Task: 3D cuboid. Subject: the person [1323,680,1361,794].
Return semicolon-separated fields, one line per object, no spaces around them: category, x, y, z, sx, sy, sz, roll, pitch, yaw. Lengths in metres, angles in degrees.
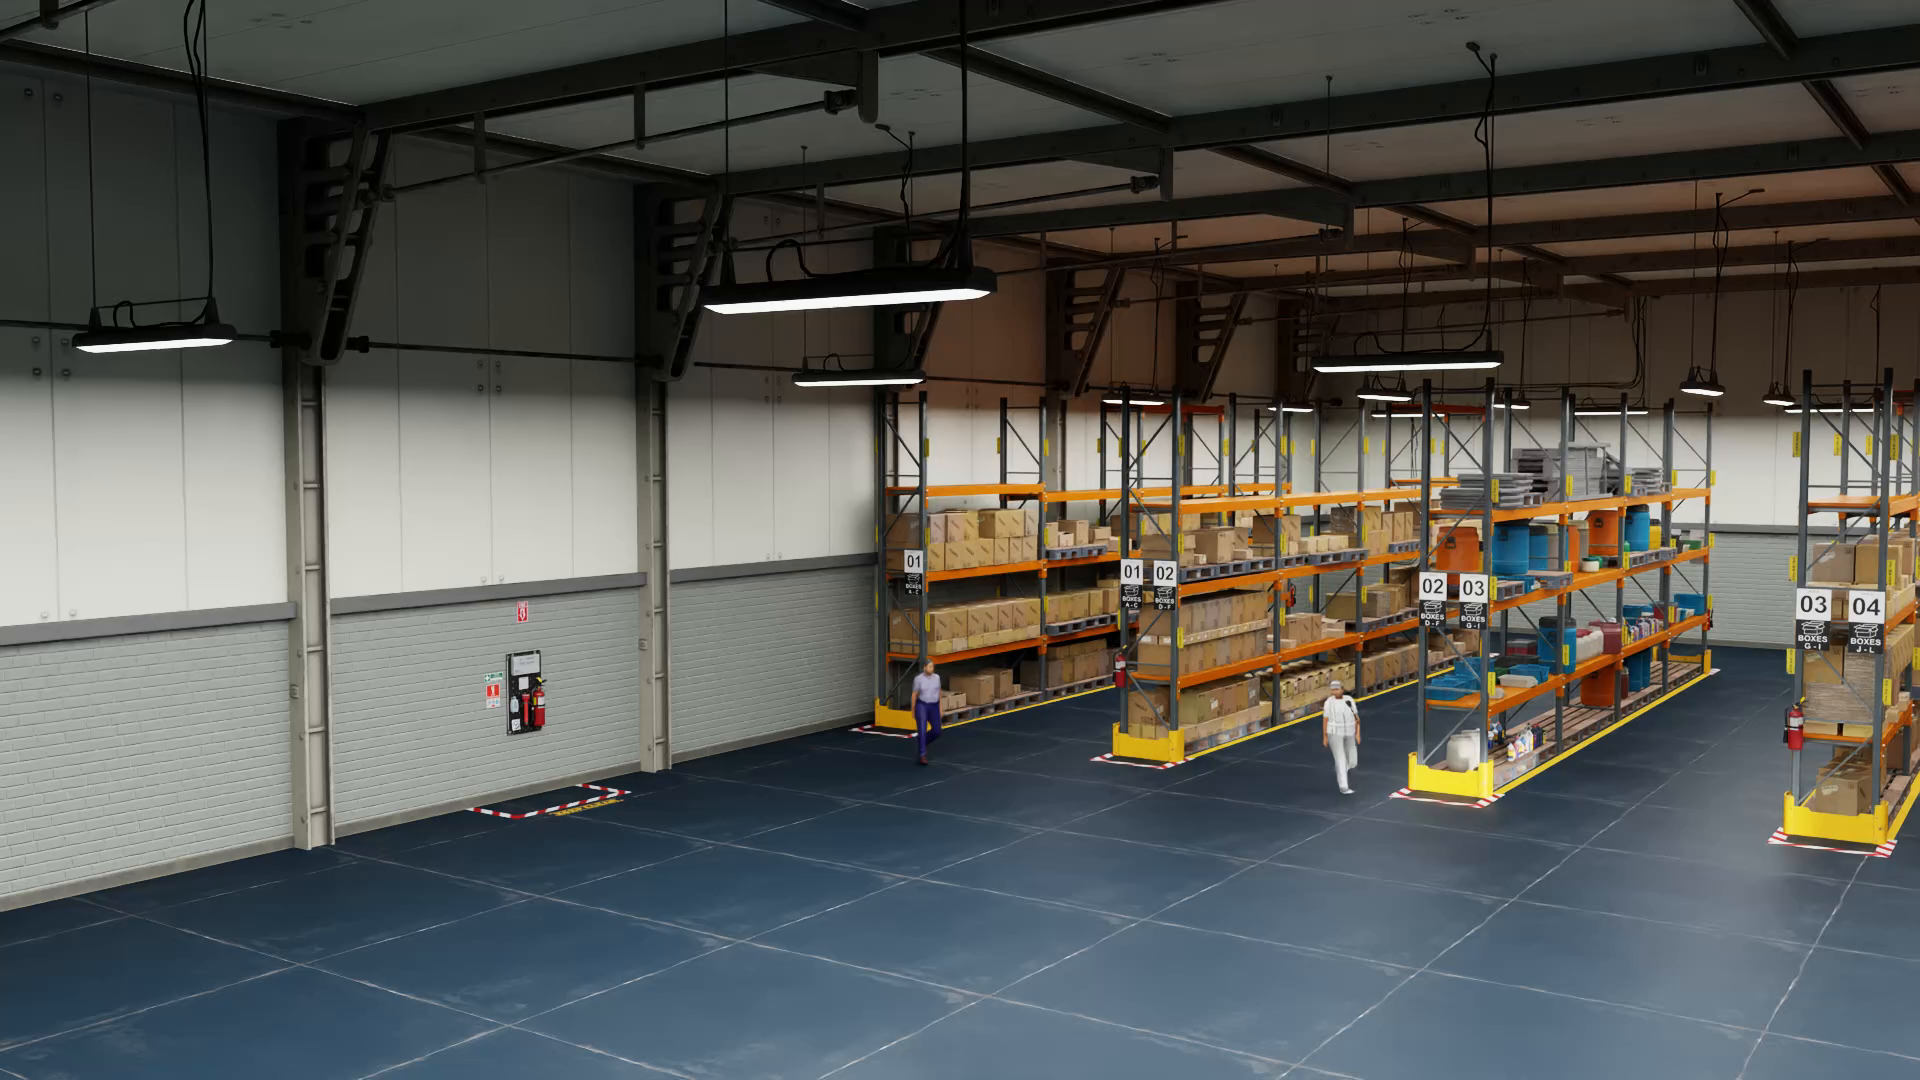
person;5.576;2.847;24.270;0.487;1.600;0.857;0;3;-6

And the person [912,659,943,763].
person;-0.531;2.704;26.586;0.511;1.633;0.620;-2;4;-28
